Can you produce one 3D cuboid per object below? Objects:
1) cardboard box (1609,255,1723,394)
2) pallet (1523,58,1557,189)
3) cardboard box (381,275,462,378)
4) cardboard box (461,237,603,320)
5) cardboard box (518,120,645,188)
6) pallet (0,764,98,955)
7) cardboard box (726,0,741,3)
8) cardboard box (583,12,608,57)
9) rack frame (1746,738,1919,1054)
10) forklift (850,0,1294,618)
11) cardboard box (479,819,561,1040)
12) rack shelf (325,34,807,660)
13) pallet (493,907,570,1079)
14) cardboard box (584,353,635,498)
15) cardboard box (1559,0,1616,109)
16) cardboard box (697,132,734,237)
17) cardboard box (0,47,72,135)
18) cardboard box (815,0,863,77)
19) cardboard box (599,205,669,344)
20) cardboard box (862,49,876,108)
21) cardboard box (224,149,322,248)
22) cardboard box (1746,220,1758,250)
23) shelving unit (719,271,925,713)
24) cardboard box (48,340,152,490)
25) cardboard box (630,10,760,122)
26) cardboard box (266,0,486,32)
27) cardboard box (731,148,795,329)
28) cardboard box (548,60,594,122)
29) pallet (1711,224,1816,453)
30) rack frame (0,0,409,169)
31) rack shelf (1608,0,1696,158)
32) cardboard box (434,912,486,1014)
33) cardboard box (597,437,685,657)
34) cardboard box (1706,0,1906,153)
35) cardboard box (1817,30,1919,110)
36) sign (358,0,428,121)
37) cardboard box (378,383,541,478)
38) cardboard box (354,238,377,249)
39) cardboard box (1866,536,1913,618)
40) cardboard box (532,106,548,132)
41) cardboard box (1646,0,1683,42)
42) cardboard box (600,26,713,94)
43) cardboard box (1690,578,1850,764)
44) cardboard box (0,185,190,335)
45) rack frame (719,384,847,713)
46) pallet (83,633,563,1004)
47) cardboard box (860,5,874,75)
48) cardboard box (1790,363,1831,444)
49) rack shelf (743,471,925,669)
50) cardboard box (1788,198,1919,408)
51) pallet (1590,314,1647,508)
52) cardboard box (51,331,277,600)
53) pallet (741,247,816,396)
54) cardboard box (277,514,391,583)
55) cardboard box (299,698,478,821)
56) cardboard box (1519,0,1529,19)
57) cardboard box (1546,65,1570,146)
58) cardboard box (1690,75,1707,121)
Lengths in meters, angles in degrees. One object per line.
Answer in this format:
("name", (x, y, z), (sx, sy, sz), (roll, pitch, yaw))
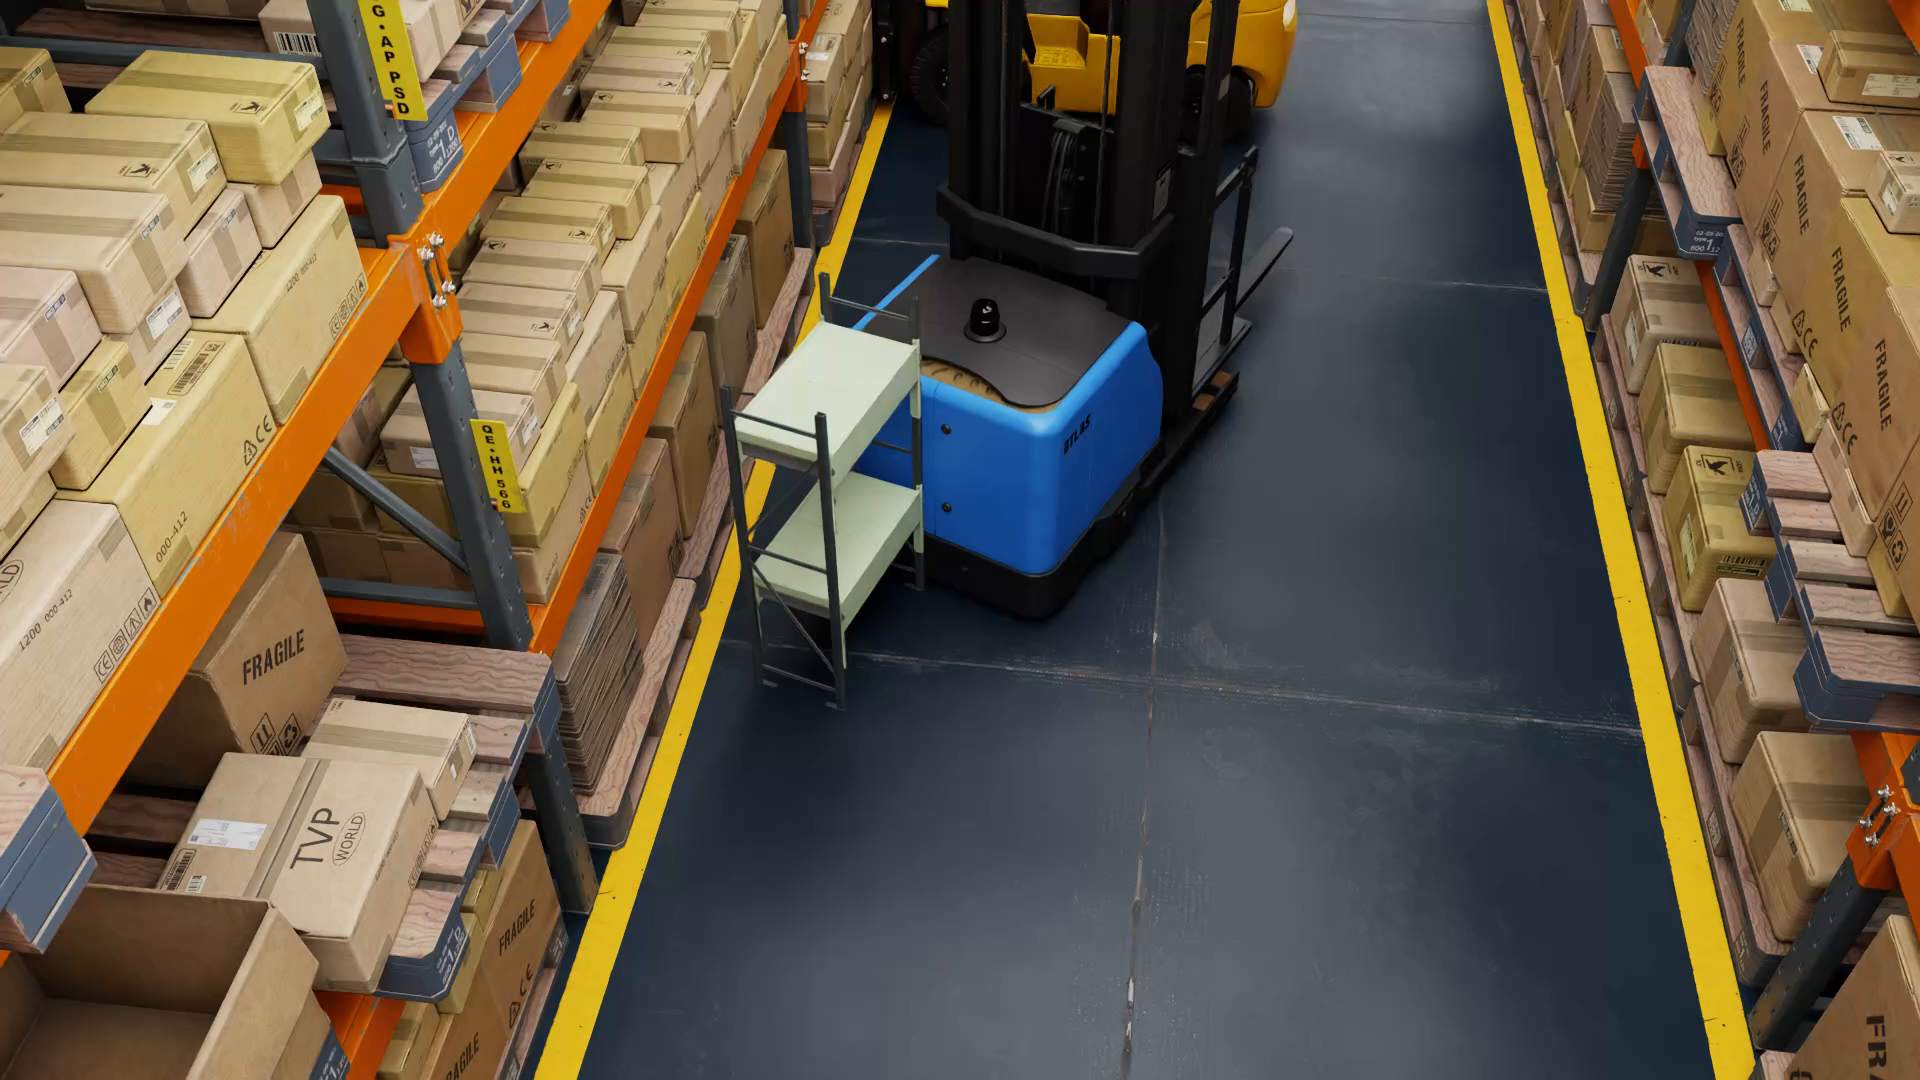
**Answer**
("cardboard box", (3.588, -0.966, 7.717), (0.950, 0.372, 0.625), (6, 44, 6))
("pallet", (3.867, -2.408, 9.662), (1.003, 0.211, 1.213), (5, 44, 6))
("cardboard box", (-1.945, -0.655, 5.528), (0.500, 0.250, 0.500), (6, 44, 6))
("cardboard box", (-1.396, -0.849, 5.443), (0.380, 0.149, 0.250), (6, 44, 6))
("cardboard box", (-1.362, -1.377, 6.000), (0.380, 0.149, 0.250), (5, 44, 6))
("pallet", (-2.034, 0.712, 2.294), (1.213, 0.211, 1.003), (5, 44, 6))
("cardboard box", (-1.107, -2.416, 7.097), (0.380, 0.149, 0.250), (5, 44, 5))
("cardboard box", (-1.660, -2.102, 6.766), (0.380, 0.149, 0.250), (5, 44, 5))
("rack frame", (3.126, 0.600, 4.456), (1.000, 3.000, 0.127), (5, 44, 6))
("forklift", (0.671, -1.741, 6.979), (1.130, 2.935, 3.031), (22, 48, 22))
("cardboard box", (-1.638, 1.215, 5.320), (0.500, 0.500, 0.500), (6, 44, 7))
("rack shelf", (-1.530, -0.950, 6.617), (1.077, 0.370, 4.000), (5, 44, 6))
("pallet", (-1.931, 1.670, 5.355), (1.003, 0.211, 1.213), (5, 44, 6))
("cardboard box", (-1.423, -0.416, 5.639), (0.500, 0.250, 0.500), (4, 44, 5))
("cardboard box", (3.599, -2.674, 9.064), (0.500, 0.500, 0.500), (7, 44, 8))
("cardboard box", (-1.230, -1.474, 6.756), (0.500, 0.250, 0.500), (5, 44, 6))
("cardboard box", (-2.118, -0.910, 3.473), (0.380, 0.149, 0.250), (4, 44, 4))
("cardboard box", (-0.813, -2.740, 8.952), (0.500, 0.250, 0.500), (5, 44, 6))
("cardboard box", (-1.340, -0.952, 5.841), (0.500, 0.250, 0.500), (4, 44, 4))
("cardboard box", (-0.770, -2.727, 9.665), (0.500, 0.250, 0.500), (6, 44, 6))
("cardboard box", (-1.603, -0.764, 3.535), (0.380, 0.149, 0.250), (6, 44, 6))
("cardboard box", (3.155, -1.130, 6.161), (0.380, 0.149, 0.250), (6, 44, 6))
("shelving unit", (-0.483, -0.155, 6.345), (0.431, 1.500, 0.755), (17, 46, 17))
("cardboard box", (-1.706, -0.239, 2.981), (0.380, 0.149, 0.250), (5, 44, 6))
("cardboard box", (-1.138, -1.992, 6.940), (0.500, 0.250, 0.500), (4, 44, 4))
("cardboard box", (-1.458, -1.634, 4.184), (0.500, 0.500, 0.500), (6, 44, 6))
("cardboard box", (-1.324, -1.508, 8.105), (0.875, 0.625, 0.625), (7, 44, 7))
("cardboard box", (-1.743, -1.688, 6.619), (0.500, 0.250, 0.500), (4, 44, 5))
("pallet", (3.347, -0.683, 5.951), (1.003, 0.211, 1.213), (5, 44, 6))
("rack frame", (-1.795, -2.027, 2.868), (1.000, 3.000, 0.127), (5, 44, 6))
("rack shelf", (3.919, -3.227, 9.022), (1.077, 0.370, 4.000), (5, 44, 6))
("cardboard box", (-1.614, 1.220, 4.843), (0.380, 0.149, 0.250), (3, 44, 3))
("cardboard box", (-1.620, -0.008, 6.521), (0.875, 0.625, 0.625), (7, 44, 7))
("cardboard box", (3.243, -1.788, 6.384), (0.500, 0.500, 0.500), (5, 44, 6))
("cardboard box", (3.200, -1.620, 5.735), (0.380, 0.149, 0.250), (8, 44, 8))
("sign", (-1.257, -1.074, 3.668), (0.100, 0.325, 0.005), (5, 44, 6))
("cardboard box", (-1.461, -0.311, 4.874), (0.380, 0.149, 0.250), (6, 44, 7))
("cardboard box", (-1.971, -0.893, 5.489), (0.380, 0.149, 0.250), (4, 44, 5))
("cardboard box", (2.900, 0.105, 4.857), (0.380, 0.149, 0.250), (6, 44, 6))
("cardboard box", (-1.773, -1.591, 6.227), (0.380, 0.149, 0.250), (6, 44, 6))
("cardboard box", (3.467, -2.595, 7.543), (0.500, 0.500, 0.500), (4, 44, 4))
("cardboard box", (-1.192, -1.889, 6.542), (0.380, 0.149, 0.250), (4, 44, 5))
("cardboard box", (3.300, 0.514, 6.153), (0.950, 0.372, 0.625), (4, 44, 5))
("cardboard box", (-1.671, -0.519, 3.060), (0.380, 0.149, 0.250), (4, 44, 4))
("rack frame", (-0.632, 0.075, 6.102), (0.400, 1.500, 0.023), (17, 46, 17))
("pallet", (-1.815, 0.690, 4.502), (1.213, 0.211, 1.003), (5, 44, 6))
("cardboard box", (-0.754, -2.896, 9.480), (0.500, 0.250, 0.500), (5, 44, 5))
("cardboard box", (2.952, -0.430, 5.422), (0.380, 0.149, 0.250), (6, 44, 6))
("rack shelf", (-0.483, 0.082, 6.569), (0.431, 0.370, 0.720), (17, 46, 17))
("cardboard box", (3.033, -0.729, 5.266), (0.500, 0.500, 0.500), (3, 43, 3))
("pallet", (3.553, -0.582, 7.734), (1.003, 0.211, 1.213), (5, 44, 6))
("cardboard box", (-1.688, -0.168, 3.196), (0.500, 0.250, 0.500), (5, 44, 6))
("pallet", (-1.325, -1.056, 8.234), (1.003, 0.211, 1.213), (5, 44, 6))
("cardboard box", (-1.989, -0.123, 5.330), (0.500, 0.250, 0.500), (4, 44, 5))
("cardboard box", (-1.501, 0.573, 4.363), (0.380, 0.149, 0.250), (6, 44, 6))
("cardboard box", (3.803, -3.481, 10.461), (0.500, 0.250, 0.500), (5, 44, 5))
("cardboard box", (3.599, -2.417, 9.338), (0.500, 0.250, 0.500), (6, 44, 6))
("cardboard box", (3.268, -1.839, 6.910), (0.380, 0.149, 0.250), (6, 44, 6))
